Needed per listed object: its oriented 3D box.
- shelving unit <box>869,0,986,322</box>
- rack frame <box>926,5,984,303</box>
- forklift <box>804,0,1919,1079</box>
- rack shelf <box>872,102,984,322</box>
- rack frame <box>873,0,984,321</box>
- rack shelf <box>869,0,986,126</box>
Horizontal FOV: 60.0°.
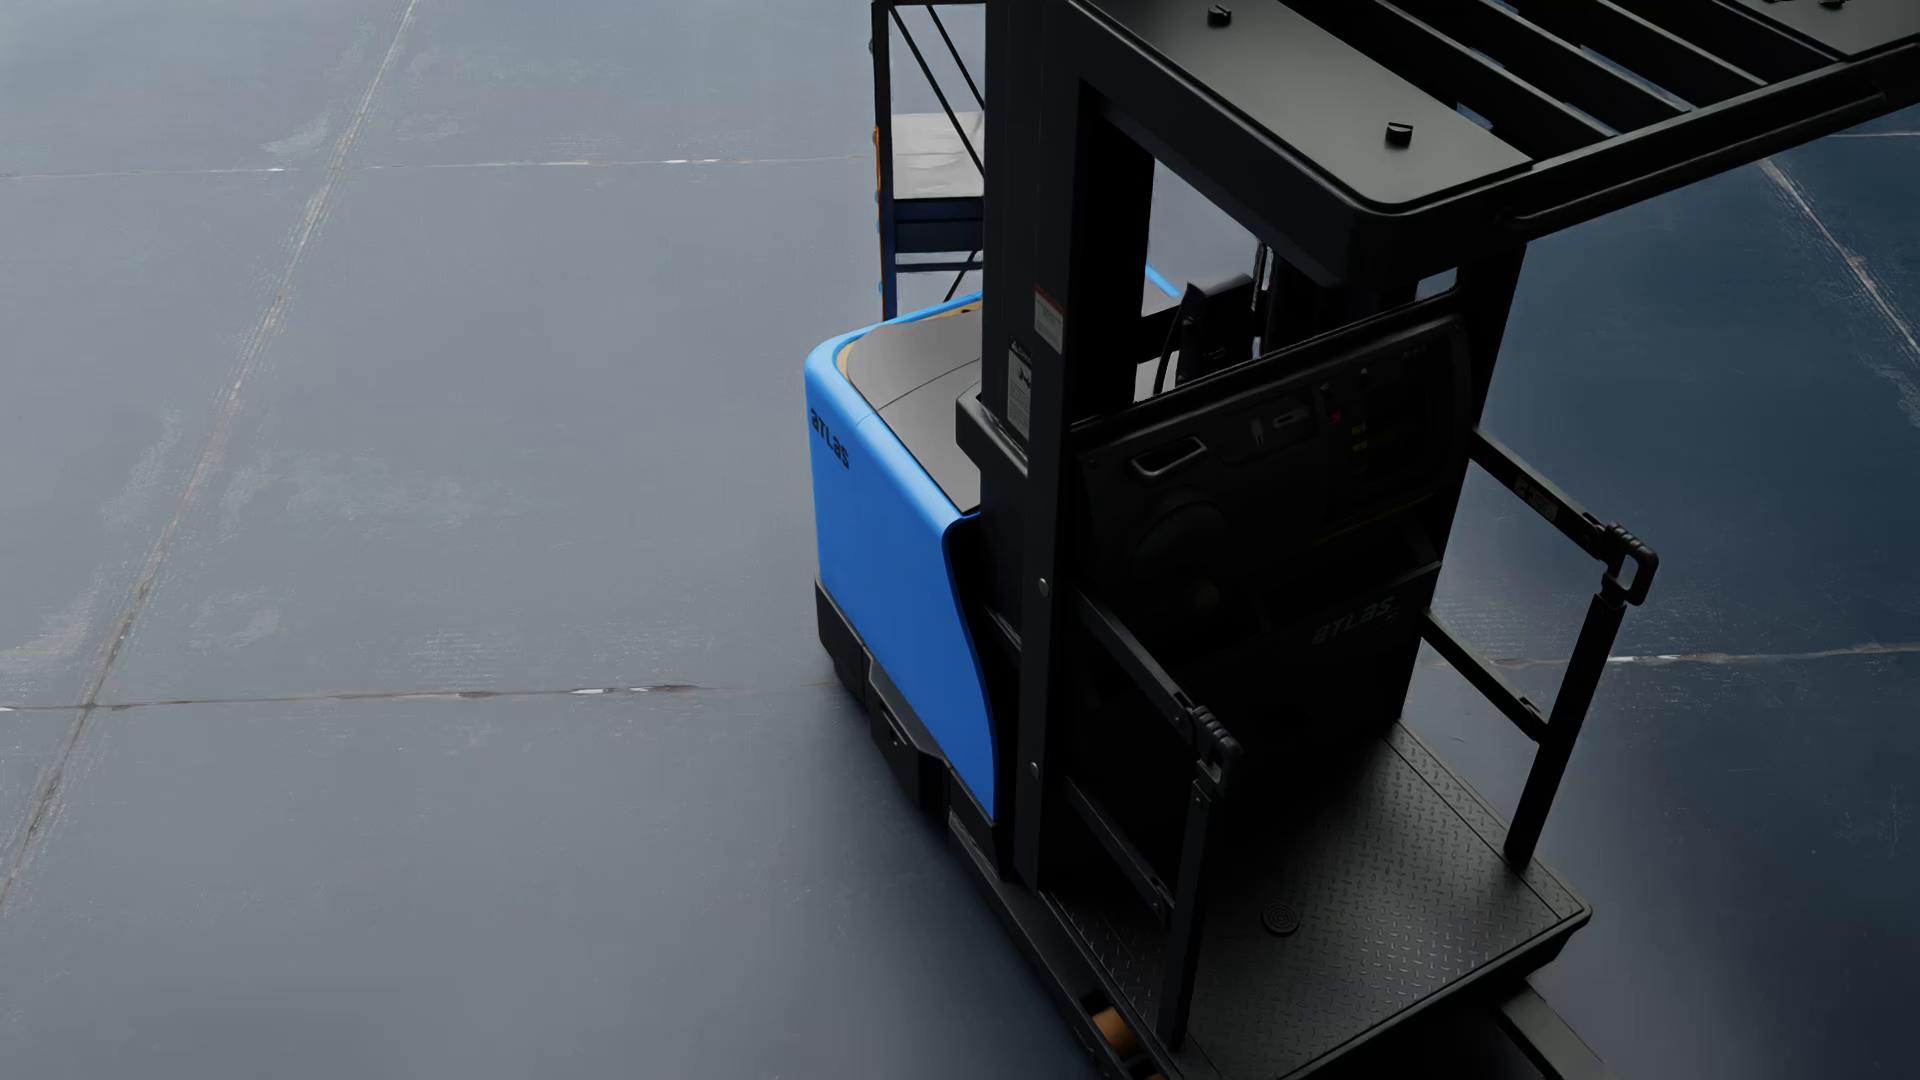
[{"bbox_3d":[-0.022,-0.900,4.678,0.431,2.100,0.503,-2,43,-3],"label":"shelving unit"},{"bbox_3d":[-0.037,-1.065,4.858,0.400,2.100,0.015,-2,43,-3],"label":"rack frame"},{"bbox_3d":[0.748,-0.069,3.157,1.130,2.935,3.031,-21,46,-21],"label":"forklift"},{"bbox_3d":[-0.022,-0.890,4.687,0.431,0.518,0.480,-2,43,-3],"label":"rack shelf"},{"bbox_3d":[-0.007,-0.736,4.499,0.400,2.100,0.015,-2,43,-3],"label":"rack frame"},{"bbox_3d":[-0.022,-1.406,4.214,0.431,0.518,0.480,-2,43,-3],"label":"rack shelf"}]
